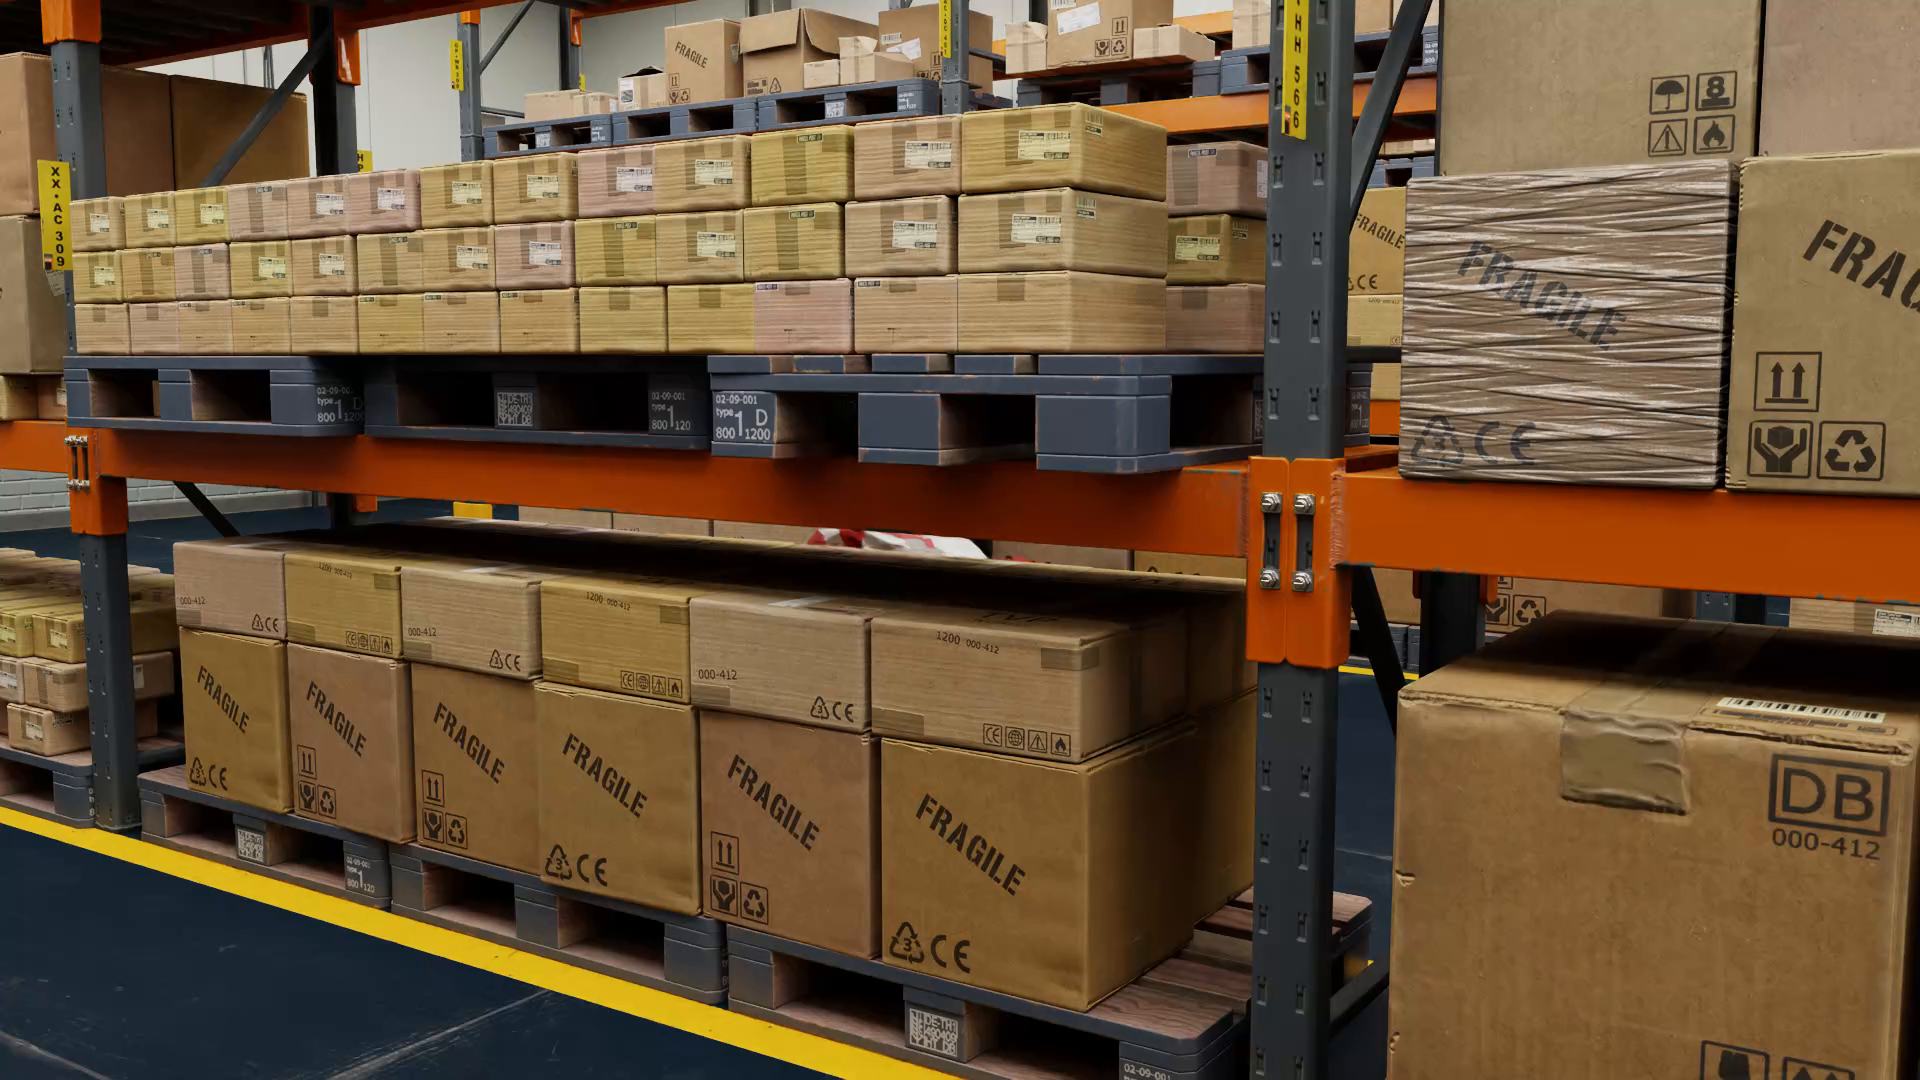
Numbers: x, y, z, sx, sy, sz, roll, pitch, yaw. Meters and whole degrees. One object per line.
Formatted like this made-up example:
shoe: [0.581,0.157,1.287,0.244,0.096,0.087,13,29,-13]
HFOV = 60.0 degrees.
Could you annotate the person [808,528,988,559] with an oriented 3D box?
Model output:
person: [-0.097,0.378,5.899,0.948,0.970,0.532,4,7,31]
